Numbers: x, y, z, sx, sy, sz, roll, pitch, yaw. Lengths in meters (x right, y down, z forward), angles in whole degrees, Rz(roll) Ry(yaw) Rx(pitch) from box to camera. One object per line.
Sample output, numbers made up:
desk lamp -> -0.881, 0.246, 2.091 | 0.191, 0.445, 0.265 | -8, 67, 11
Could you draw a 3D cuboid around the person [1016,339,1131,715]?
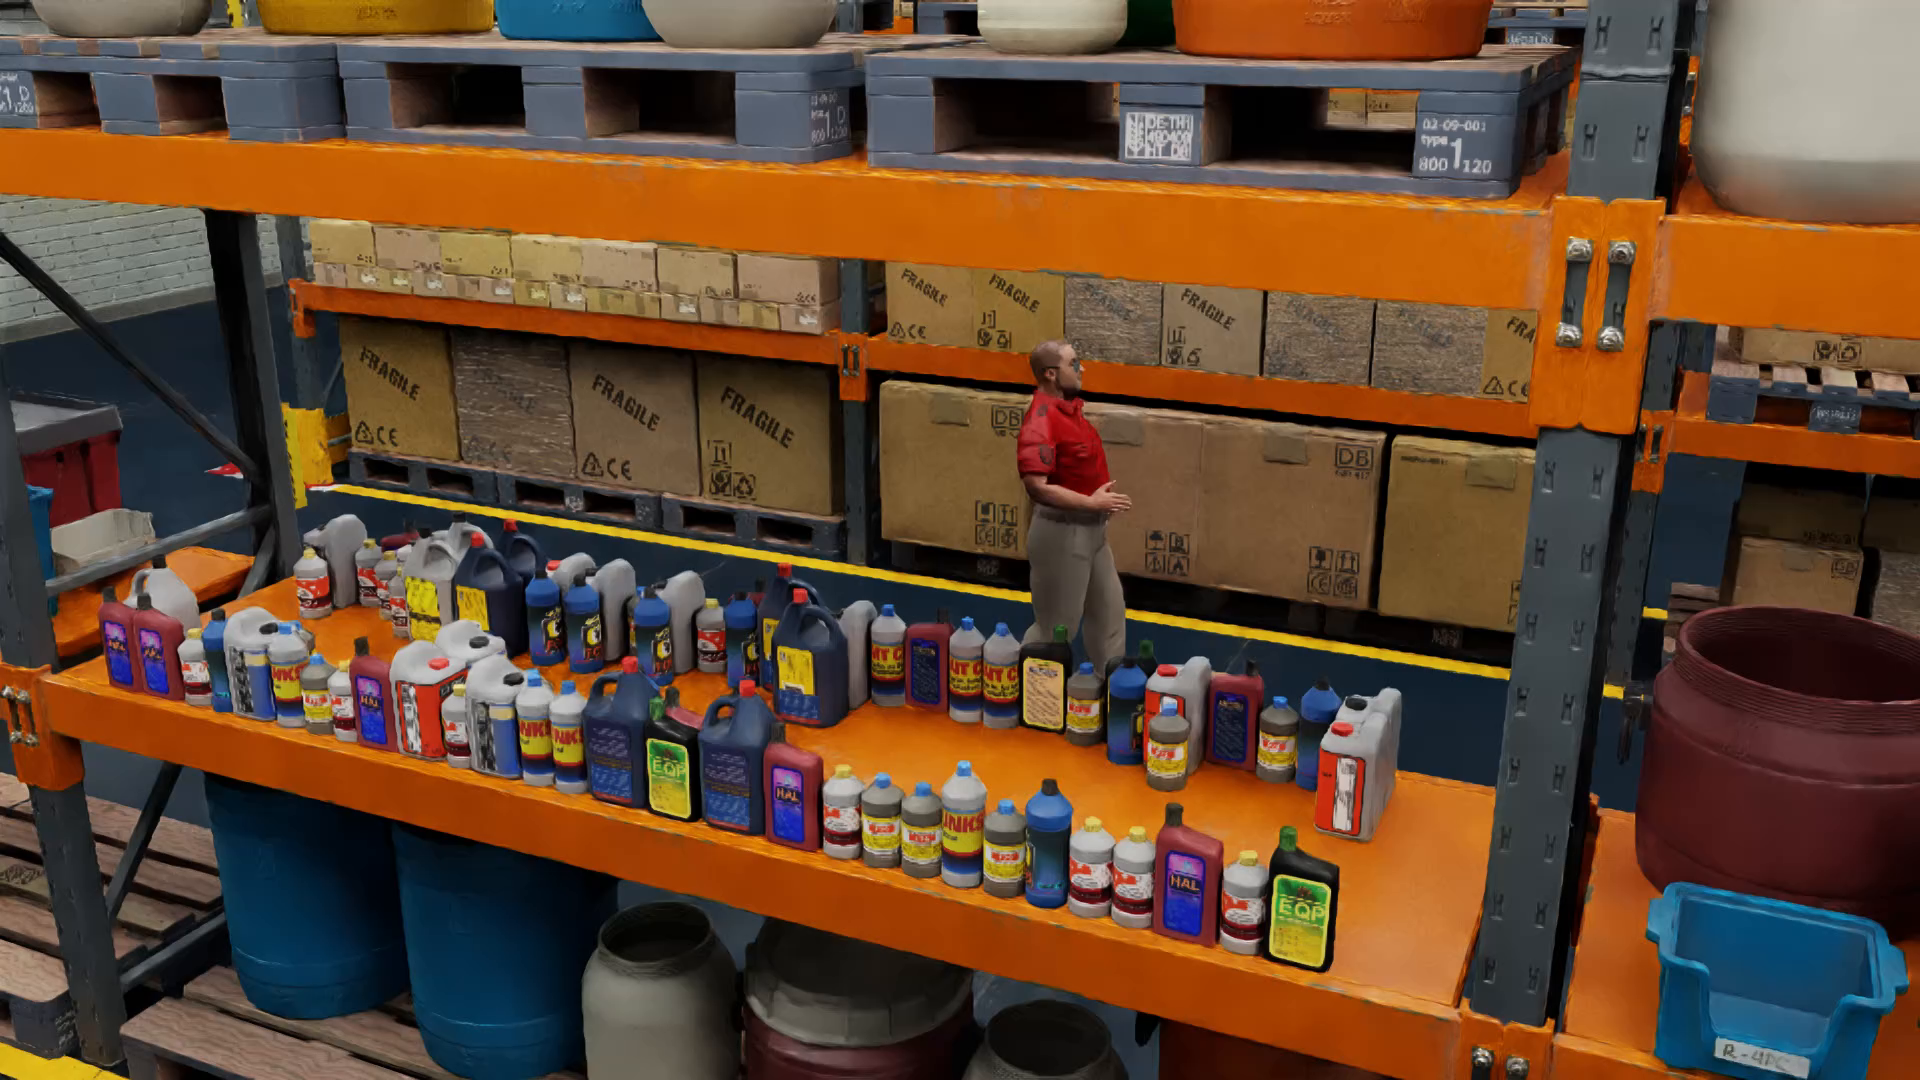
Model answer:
person -> 0.556, 0.010, 7.066 | 0.750, 1.727, 0.710 | 4, 19, 13
